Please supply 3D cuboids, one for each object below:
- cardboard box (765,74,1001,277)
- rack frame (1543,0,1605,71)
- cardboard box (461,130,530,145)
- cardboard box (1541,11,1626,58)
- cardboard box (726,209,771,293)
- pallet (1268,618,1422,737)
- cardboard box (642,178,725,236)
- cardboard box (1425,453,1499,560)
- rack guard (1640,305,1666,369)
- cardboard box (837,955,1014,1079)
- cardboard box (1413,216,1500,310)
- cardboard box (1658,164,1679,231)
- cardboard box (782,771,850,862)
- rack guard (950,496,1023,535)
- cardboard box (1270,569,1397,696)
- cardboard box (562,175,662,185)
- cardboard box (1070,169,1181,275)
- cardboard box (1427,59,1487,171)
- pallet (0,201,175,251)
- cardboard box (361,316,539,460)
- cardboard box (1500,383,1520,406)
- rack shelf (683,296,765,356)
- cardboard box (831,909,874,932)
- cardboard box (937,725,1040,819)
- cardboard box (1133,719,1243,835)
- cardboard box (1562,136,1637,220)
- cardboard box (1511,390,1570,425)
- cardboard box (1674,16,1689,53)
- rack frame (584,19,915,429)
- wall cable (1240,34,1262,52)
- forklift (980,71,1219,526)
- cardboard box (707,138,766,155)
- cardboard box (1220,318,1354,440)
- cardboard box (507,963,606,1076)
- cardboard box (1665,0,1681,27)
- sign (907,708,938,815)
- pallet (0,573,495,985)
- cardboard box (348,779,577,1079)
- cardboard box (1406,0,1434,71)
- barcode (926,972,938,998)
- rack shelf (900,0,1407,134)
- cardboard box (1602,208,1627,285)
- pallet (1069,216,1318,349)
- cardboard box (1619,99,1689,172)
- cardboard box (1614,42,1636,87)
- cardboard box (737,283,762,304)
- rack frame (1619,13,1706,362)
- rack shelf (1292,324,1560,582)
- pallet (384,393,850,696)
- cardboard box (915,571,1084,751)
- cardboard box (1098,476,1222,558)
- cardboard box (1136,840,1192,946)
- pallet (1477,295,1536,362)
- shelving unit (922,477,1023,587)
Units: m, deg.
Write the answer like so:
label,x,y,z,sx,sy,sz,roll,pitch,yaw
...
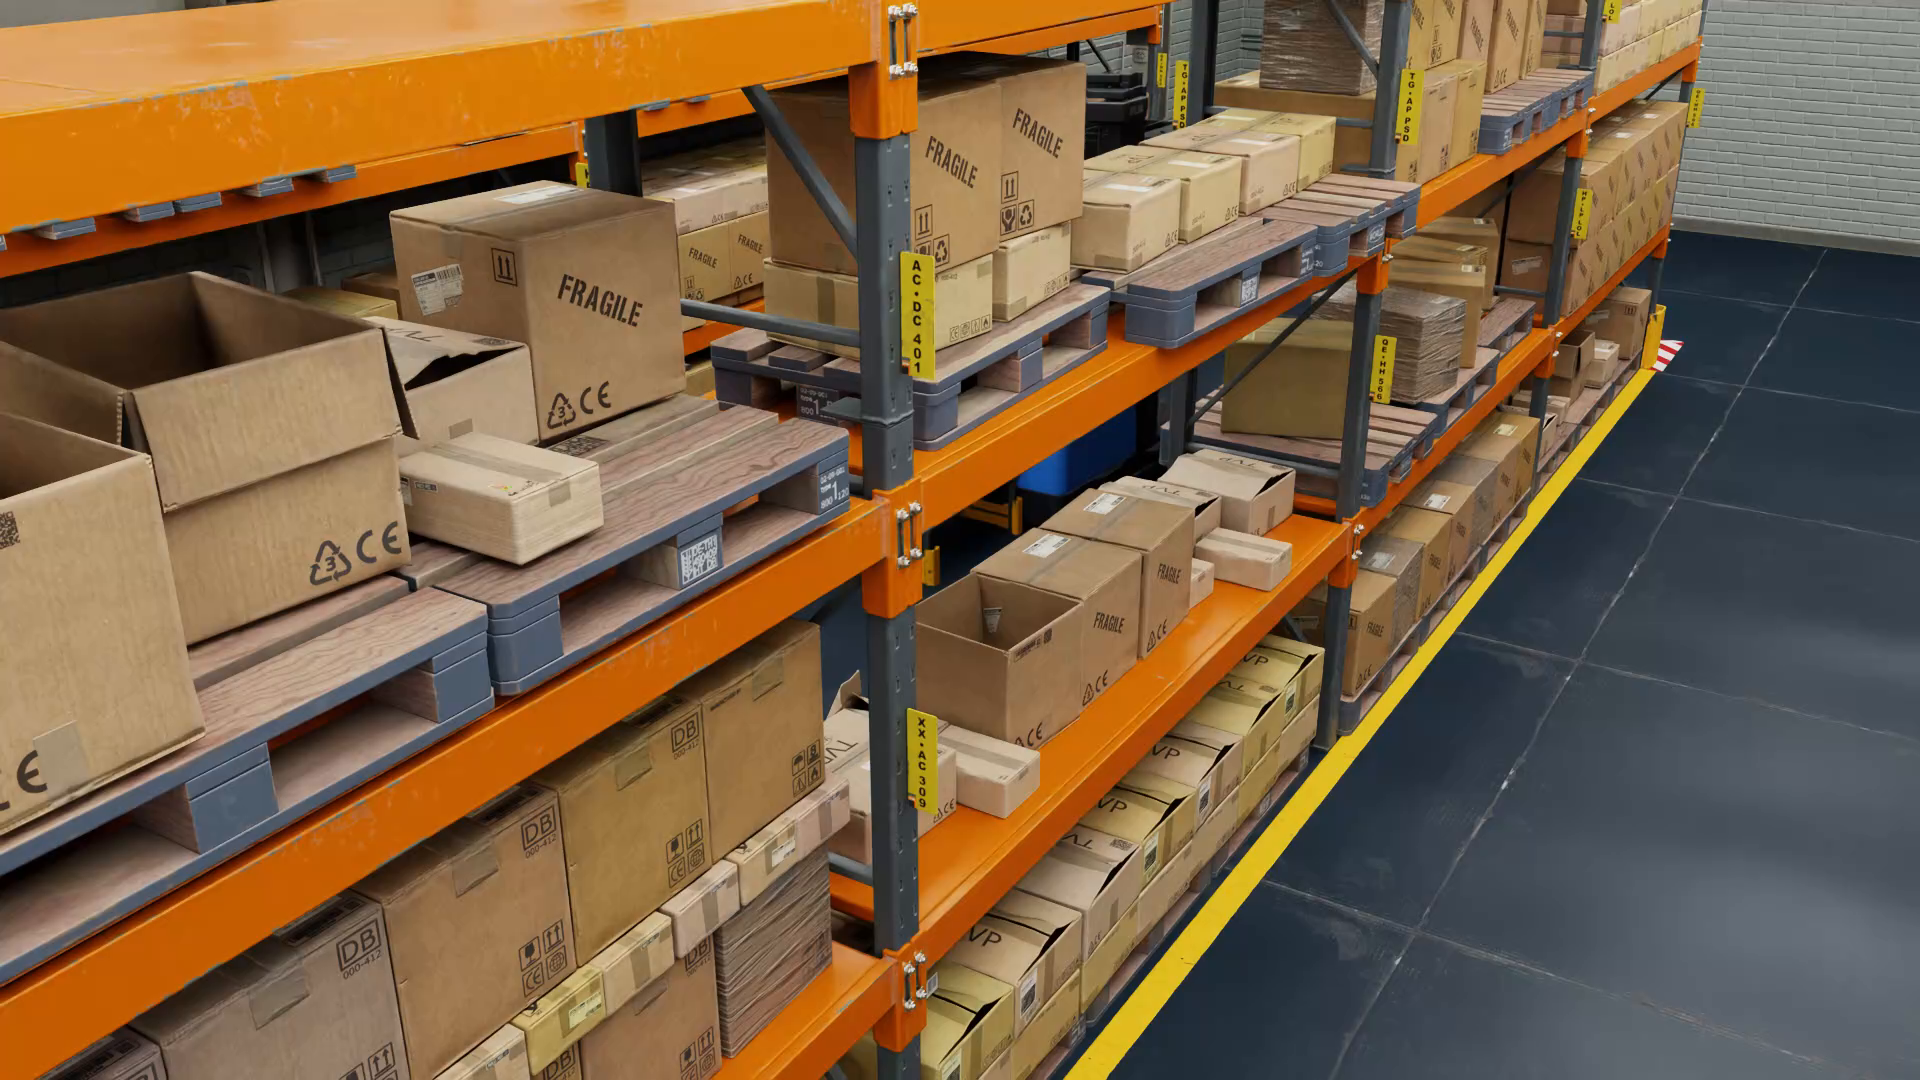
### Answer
label,x,y,z,sx,sy,sz,roll,pitch,yaw
cardboard box,-0.222,-1.085,4.921,0.500,0.500,0.500,14,27,30
rack frame,3.639,-4.494,10.303,1.000,3.000,0.127,14,27,29
cardboard box,-2.831,-2.473,9.498,0.500,0.311,0.500,14,27,29
cardboard box,4.107,-3.390,11.089,0.500,0.250,0.500,14,27,29
cardboard box,-1.660,-2.071,11.734,0.500,0.500,0.500,14,27,29
pallet,1.955,0.645,9.495,1.003,0.211,1.213,14,27,29
cardboard box,-1.940,-2.244,11.188,0.500,0.250,0.500,13,27,28
cardboard box,3.090,-0.235,10.609,0.500,0.500,0.500,14,27,30
rack guard,5.709,-1.918,15.051,1.175,0.500,0.348,14,27,29
cardboard box,-0.151,1.684,5.811,0.500,0.311,0.500,14,27,29
cardboard box,3.200,-1.866,11.131,0.700,0.500,0.500,5,24,11
cardboard box,5.744,-2.928,14.113,0.500,0.500,0.500,15,27,31
cardboard box,-0.542,0.752,4.794,0.380,0.149,0.250,14,27,29
rack guard,0.168,-0.222,11.447,0.587,0.250,0.087,15,28,31
cardboard box,2.012,0.461,9.002,0.500,0.500,0.500,15,28,31
cardboard box,-2.386,-2.345,11.421,0.500,0.250,0.500,13,27,27
cardboard box,0.480,-1.174,6.070,0.500,0.250,0.500,11,26,25
cardboard box,2.274,-2.315,8.920,0.910,0.500,0.500,14,27,29
pallet,-4.375,-1.554,7.524,1.213,0.211,1.003,14,27,29
cardboard box,-1.355,-0.336,3.883,0.500,0.311,0.500,12,26,26
cardboard box,4.095,-1.214,13.108,0.500,0.311,0.500,14,27,29
rack shelf,-1.626,-1.772,12.474,1.077,0.370,4.000,14,27,29
cardboard box,-0.341,1.397,6.473,0.500,0.311,0.500,15,27,30
cardboard box,0.061,0.818,5.900,0.380,0.149,0.250,14,27,29
cardboard box,0.925,0.996,7.400,0.500,0.311,0.500,14,27,29
cardboard box,4.670,-2.693,12.311,0.500,0.500,0.500,13,27,27
cardboard box,4.492,-1.033,12.873,0.380,0.166,0.250,14,27,29
cardboard box,5.429,-4.003,13.135,0.500,0.250,0.500,14,27,29
rack frame,-0.580,-1.794,4.066,1.000,3.000,0.127,14,27,29
wall cable,4.826,-7.290,20.671,3.097,2.526,0.112,14,27,29
forklift,1.090,-1.952,12.071,1.130,2.935,3.031,15,28,31
cardboard box,-1.565,-2.864,12.622,0.500,0.250,0.500,13,27,27
cardboard box,1.766,-0.865,8.819,0.700,0.500,0.500,5,24,11
cardboard box,-1.080,1.096,4.001,0.380,0.149,0.250,14,27,29
cardboard box,5.165,-4.064,12.647,0.500,0.250,0.500,14,27,29
sign,-0.108,0.642,4.803,0.100,0.325,0.005,14,27,29
pallet,-1.653,0.327,3.055,1.003,0.211,1.213,14,27,29
cardboard box,-1.339,0.809,3.847,0.700,0.500,0.500,14,27,29
cardboard box,2.034,-2.590,8.297,0.500,0.500,0.500,14,27,29
barcode,-0.092,1.465,5.474,0.001,0.075,0.075,14,27,29
rack shelf,0.475,-1.955,5.848,1.077,0.370,4.000,14,27,29
cardboard box,4.673,-2.243,12.531,0.500,0.500,0.500,14,27,29
pallet,0.660,-1.055,6.373,1.003,0.211,1.213,15,28,31
cardboard box,5.748,-3.388,13.915,0.500,0.500,0.500,14,27,29
cardboard box,4.373,-3.329,11.576,0.500,0.250,0.500,14,27,29
cardboard box,-1.655,-1.824,11.979,0.380,0.149,0.250,14,27,30
rack frame,5.749,-3.091,14.614,1.000,3.000,0.127,14,27,29
rack shelf,2.584,-0.736,10.079,1.077,0.370,4.000,14,27,29
pallet,-1.008,-0.083,4.002,1.003,0.211,1.213,14,27,29
cardboard box,0.116,0.480,6.240,0.500,0.500,0.500,16,28,33
cardboard box,0.893,-0.088,7.791,0.500,0.311,0.500,14,27,28
cardboard box,0.654,1.425,7.115,0.500,0.250,0.500,14,27,30
pallet,3.125,-1.406,10.963,1.003,0.211,1.213,14,27,29
shelving unit,-0.110,-0.631,10.820,0.587,1.500,1.083,15,28,31
